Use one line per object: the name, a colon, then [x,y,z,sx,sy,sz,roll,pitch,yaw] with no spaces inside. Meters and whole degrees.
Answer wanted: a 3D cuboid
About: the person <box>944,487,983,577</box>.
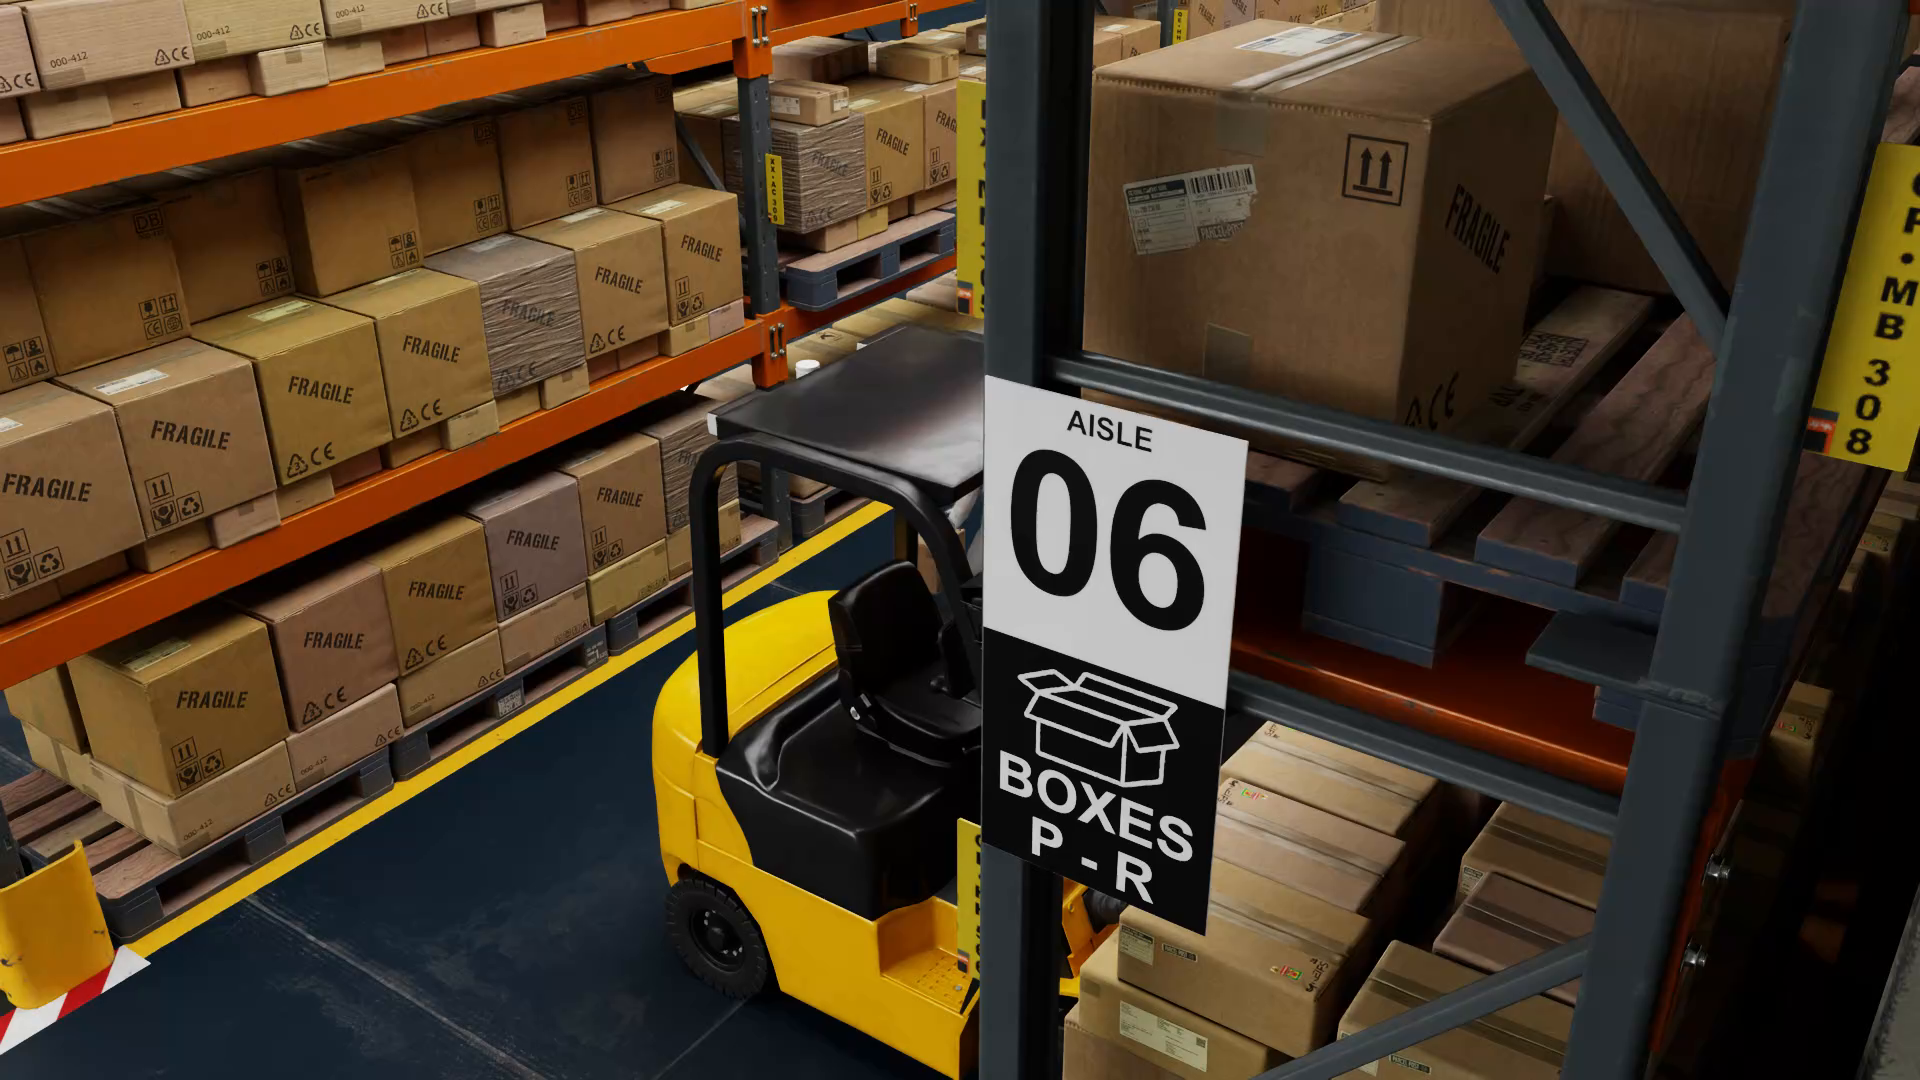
person: [0.197,-0.174,7.552,0.613,1.501,0.529,18,32,31]
